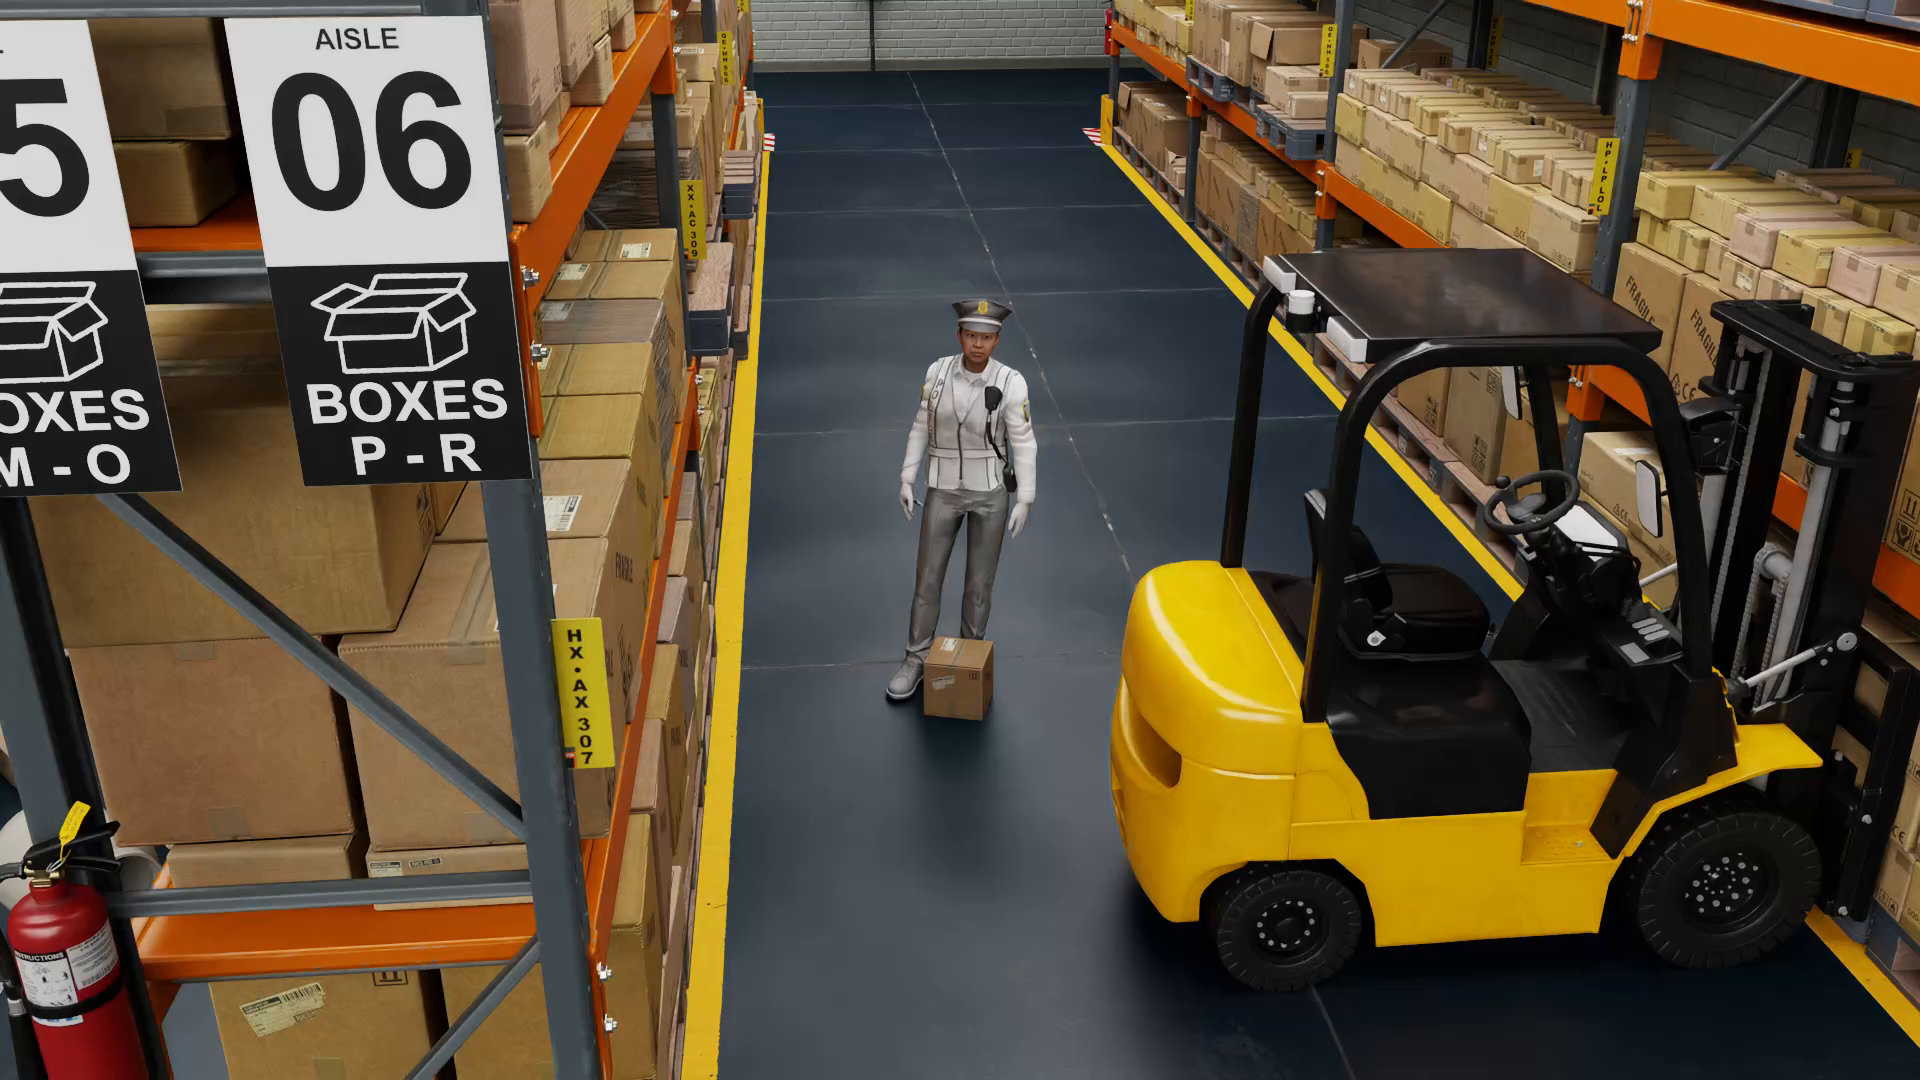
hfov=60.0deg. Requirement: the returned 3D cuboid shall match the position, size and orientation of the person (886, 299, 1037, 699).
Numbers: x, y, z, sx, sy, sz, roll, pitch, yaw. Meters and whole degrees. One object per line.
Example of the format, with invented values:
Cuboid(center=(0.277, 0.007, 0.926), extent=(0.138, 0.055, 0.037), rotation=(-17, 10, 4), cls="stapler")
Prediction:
Cuboid(center=(0.016, -0.168, 6.918), extent=(0.588, 1.696, 0.531), rotation=(6, 24, 12), cls="person")
